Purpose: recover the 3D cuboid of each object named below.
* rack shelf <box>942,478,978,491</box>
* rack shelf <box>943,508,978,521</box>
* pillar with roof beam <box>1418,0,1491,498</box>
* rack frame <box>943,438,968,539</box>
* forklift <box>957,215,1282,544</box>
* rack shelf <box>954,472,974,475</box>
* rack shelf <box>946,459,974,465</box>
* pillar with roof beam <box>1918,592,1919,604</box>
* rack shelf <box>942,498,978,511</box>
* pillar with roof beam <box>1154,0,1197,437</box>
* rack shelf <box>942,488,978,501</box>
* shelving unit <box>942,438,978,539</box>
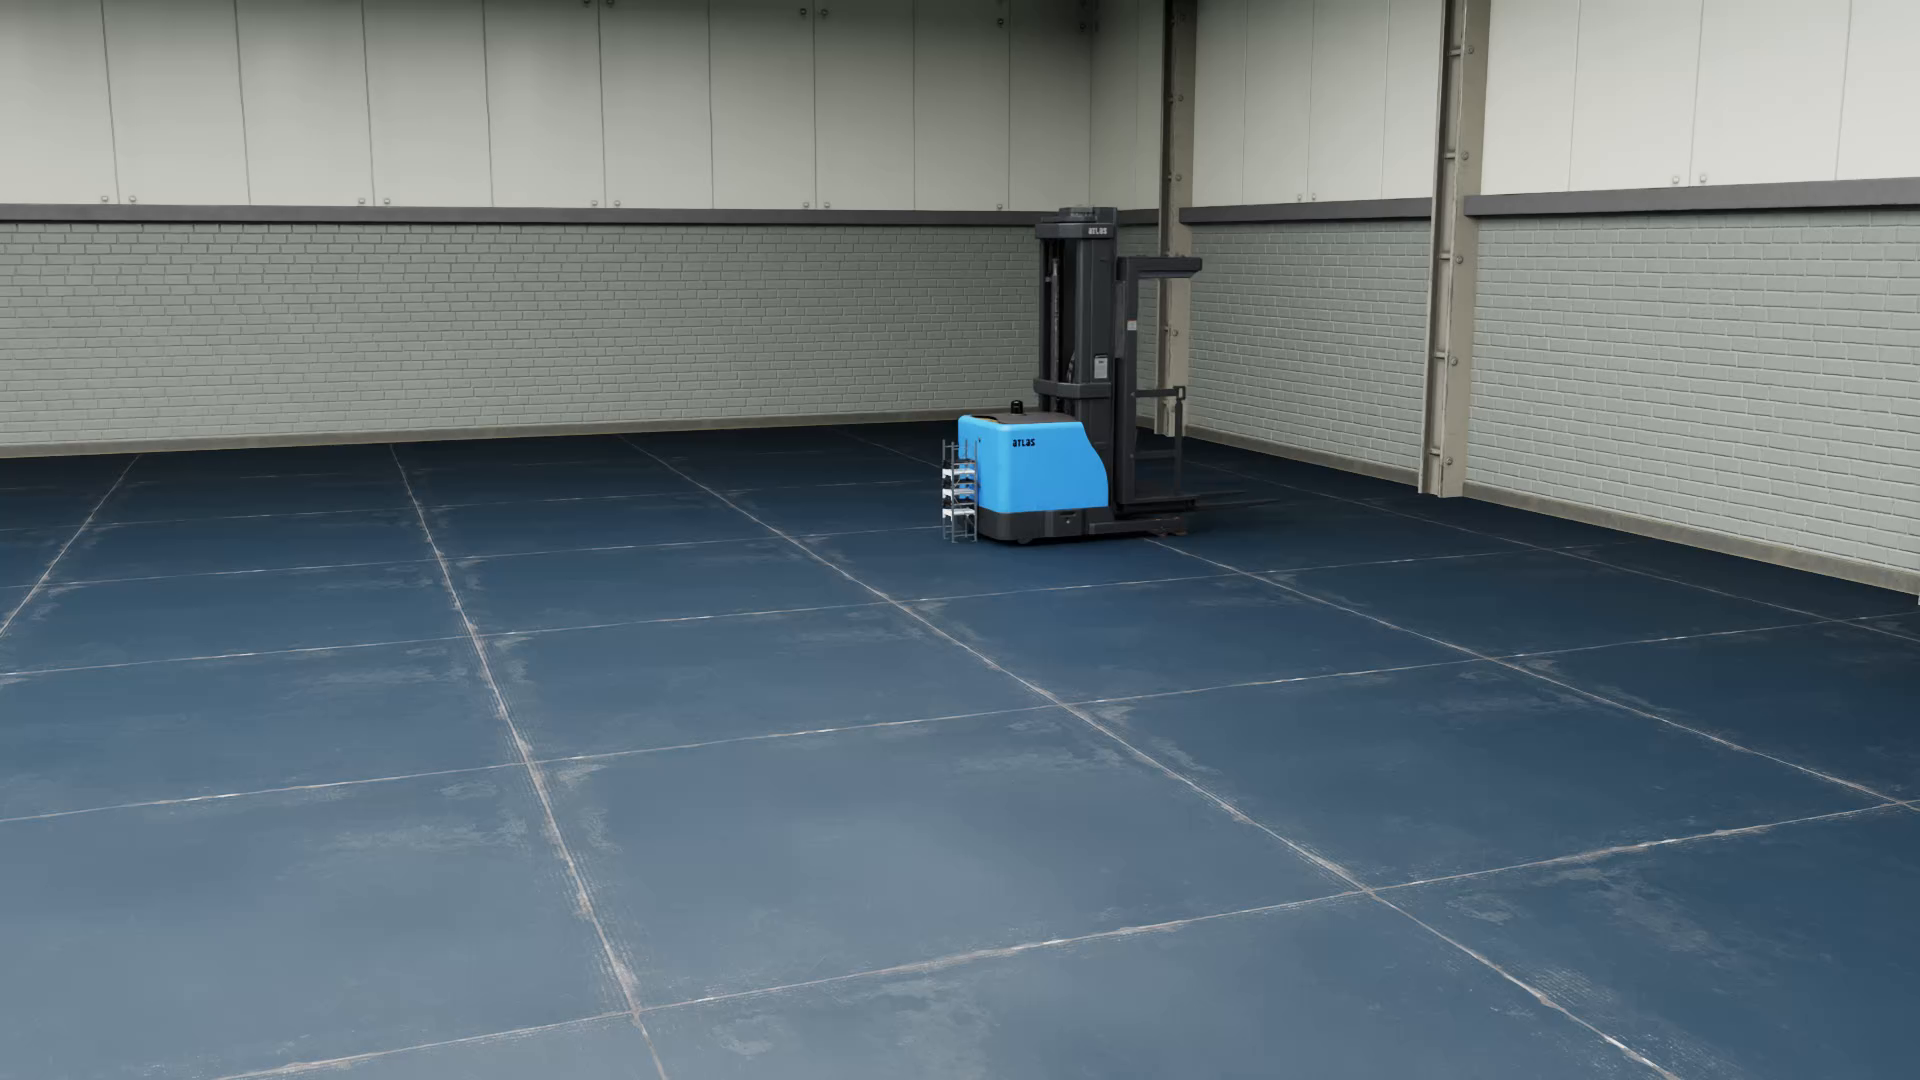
[{"bbox_3d":[-0.002,-0.497,14.821,0.258,0.077,0.200,-4,11,-23],"label":"rack shelf"},{"bbox_3d":[-0.001,-0.231,14.867,0.258,0.077,0.200,-4,11,-23],"label":"rack shelf"},{"bbox_3d":[1.093,-4.642,15.321,9.100,9.000,0.400,-4,11,-21],"label":"pillar with roof beam"},{"bbox_3d":[-0.041,-0.458,14.923,0.240,0.900,0.006,-4,11,-23],"label":"rack frame"},{"bbox_3d":[1.536,-1.520,15.278,3.031,2.867,1.129,-4,11,-23],"label":"forklift"},{"bbox_3d":[-0.002,-0.601,14.803,0.199,0.015,0.184,-4,11,-23],"label":"rack shelf"},{"bbox_3d":[-0.002,-0.695,14.786,0.221,0.026,0.190,-4,11,-23],"label":"rack shelf"},{"bbox_3d":[3.267,-3.663,9.816,9.100,9.000,0.400,-4,11,-21],"label":"pillar with roof beam"},{"bbox_3d":[-0.001,-0.320,14.852,0.258,0.077,0.200,-4,11,-23],"label":"rack shelf"},{"bbox_3d":[-1.081,-5.621,20.827,9.100,9.000,0.400,-4,11,-21],"label":"pillar with roof beam"},{"bbox_3d":[-0.002,-0.409,14.836,0.258,0.077,0.200,-4,11,-23],"label":"rack shelf"},{"bbox_3d":[-0.003,-0.442,14.833,0.258,0.900,0.205,-4,11,-23],"label":"shelving unit"}]
